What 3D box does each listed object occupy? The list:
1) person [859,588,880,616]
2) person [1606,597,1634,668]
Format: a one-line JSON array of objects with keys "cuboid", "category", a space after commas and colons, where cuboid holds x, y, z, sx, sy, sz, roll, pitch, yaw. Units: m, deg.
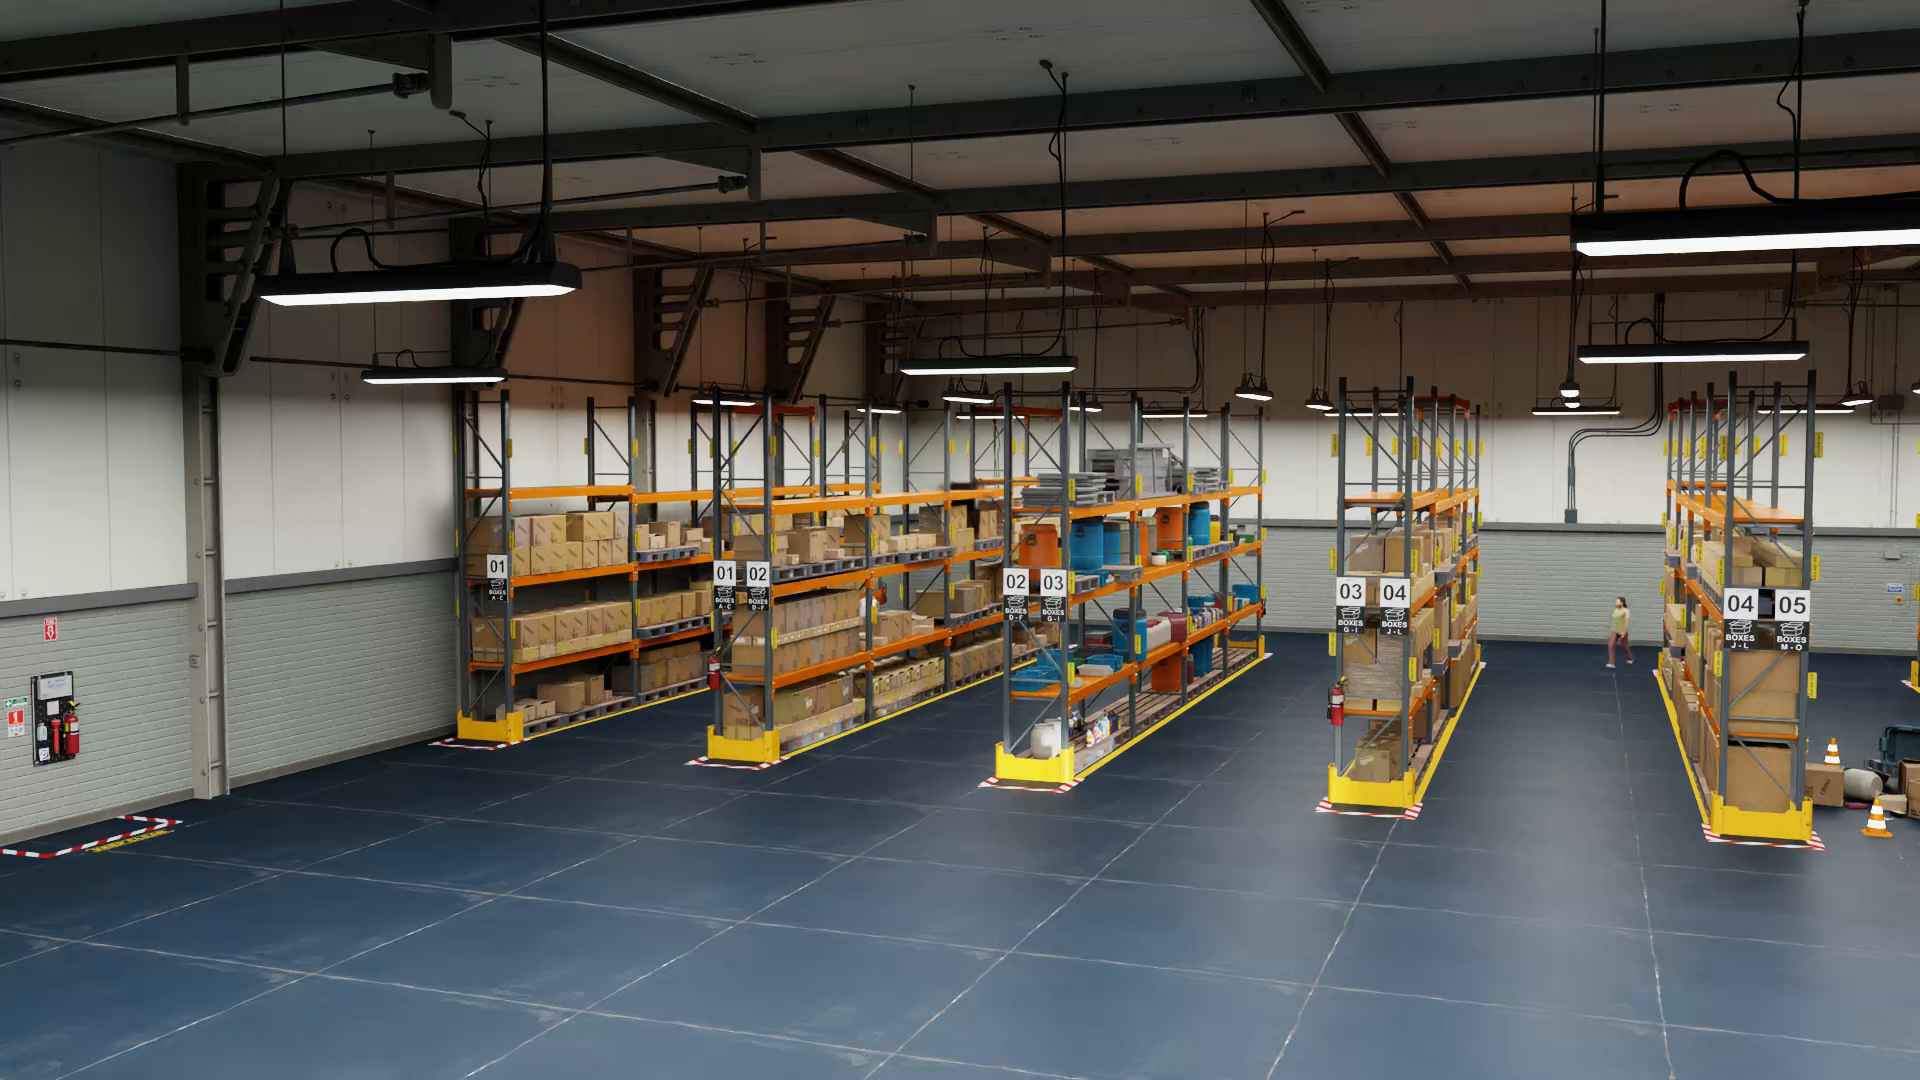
[{"cuboid": [-2.172, 1.948, 39.628, 0.505, 1.720, 0.841, 1, 3, 17], "category": "person"}, {"cuboid": [15.067, 2.099, 37.904, 0.434, 1.620, 0.980, 3, 4, 43], "category": "person"}]
